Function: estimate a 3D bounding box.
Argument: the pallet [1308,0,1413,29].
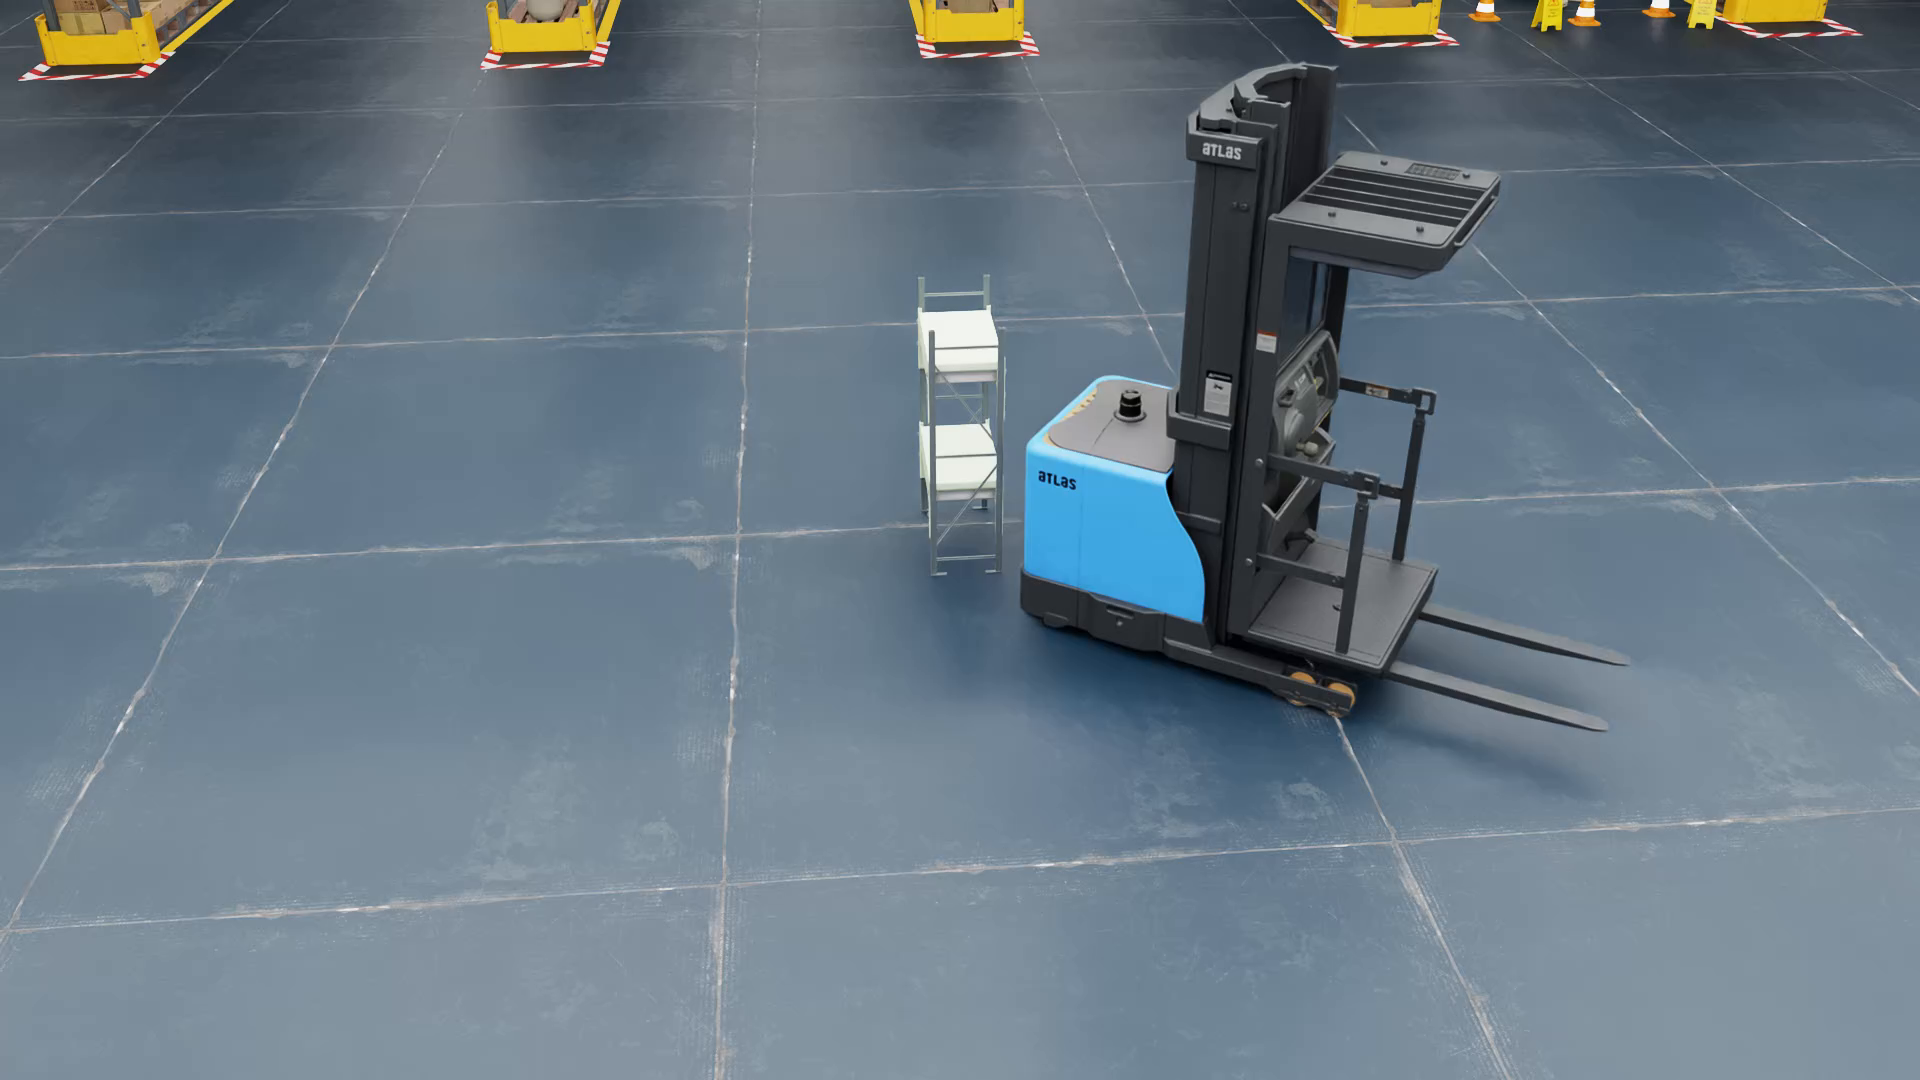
[{"bbox_3d":[4.960,-6.602,20.598,1.003,0.211,1.213,-3,31,-5],"label":"pallet"}]

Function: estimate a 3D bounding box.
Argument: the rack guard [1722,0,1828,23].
[{"bbox_3d":[10.025,-6.649,20.395,1.175,0.500,0.348,-3,31,-5],"label":"rack guard"}]

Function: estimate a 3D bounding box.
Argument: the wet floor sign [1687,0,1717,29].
[{"bbox_3d":[8.984,-6.525,20.044,0.267,0.644,0.232,8,32,13],"label":"wet floor sign"}]

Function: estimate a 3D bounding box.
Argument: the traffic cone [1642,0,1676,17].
[{"bbox_3d":[8.707,-6.752,20.604,0.336,0.463,0.334,-3,31,-5],"label":"traffic cone"}]

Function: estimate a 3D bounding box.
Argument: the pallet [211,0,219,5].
[{"bbox_3d":[-10.040,-7.173,21.554,1.003,0.211,1.213,-3,31,-5],"label":"pallet"}]

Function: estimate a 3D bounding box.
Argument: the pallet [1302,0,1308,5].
[{"bbox_3d":[4.849,-7.224,21.638,1.003,0.211,1.213,-3,31,-5],"label":"pallet"}]

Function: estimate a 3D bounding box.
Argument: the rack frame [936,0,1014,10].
[{"bbox_3d":[0.165,-7.209,18.894,1.000,3.000,0.127,-3,31,-5],"label":"rack frame"}]

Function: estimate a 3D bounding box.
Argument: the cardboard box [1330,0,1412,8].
[{"bbox_3d":[4.984,-7.006,20.217,0.875,0.875,0.875,-3,31,-4],"label":"cardboard box"}]

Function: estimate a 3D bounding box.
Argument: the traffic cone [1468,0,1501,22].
[{"bbox_3d":[6.477,-6.645,20.424,0.336,0.463,0.334,-3,31,-5],"label":"traffic cone"}]

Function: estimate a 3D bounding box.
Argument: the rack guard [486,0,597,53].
[{"bbox_3d":[-4.820,-5.935,19.199,1.175,0.500,0.348,-3,31,-5],"label":"rack guard"}]

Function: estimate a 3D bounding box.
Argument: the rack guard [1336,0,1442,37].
[{"bbox_3d":[5.115,-6.310,19.826,1.175,0.500,0.348,-3,31,-5],"label":"rack guard"}]

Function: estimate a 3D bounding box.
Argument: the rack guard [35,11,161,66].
[{"bbox_3d":[-9.696,-5.651,18.723,1.175,0.500,0.348,-3,31,-5],"label":"rack guard"}]

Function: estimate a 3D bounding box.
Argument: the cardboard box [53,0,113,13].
[{"bbox_3d":[-10.045,-6.318,18.942,0.500,0.500,0.500,-3,31,-5],"label":"cardboard box"}]

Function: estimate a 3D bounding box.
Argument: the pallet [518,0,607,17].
[{"bbox_3d":[-5.002,-6.848,21.008,1.003,0.211,1.213,-3,31,-5],"label":"pallet"}]

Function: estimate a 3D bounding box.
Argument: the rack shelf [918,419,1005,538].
[{"bbox_3d":[0.001,-0.361,9.527,0.431,0.370,0.720,-3,31,-5],"label":"rack shelf"}]

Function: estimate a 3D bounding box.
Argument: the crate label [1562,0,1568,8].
[{"bbox_3d":[7.499,-6.784,20.974,0.250,0.136,0.298,-20,36,-30],"label":"crate label"}]

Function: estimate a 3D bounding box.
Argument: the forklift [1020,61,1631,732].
[{"bbox_3d":[1.869,-0.690,8.047,3.031,2.935,1.130,16,34,24],"label":"forklift"}]

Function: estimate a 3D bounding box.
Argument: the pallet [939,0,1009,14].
[{"bbox_3d":[0.117,-6.467,20.371,1.003,0.211,1.213,-3,31,-5],"label":"pallet"}]

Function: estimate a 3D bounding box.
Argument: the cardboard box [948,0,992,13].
[{"bbox_3d":[0.123,-6.636,19.962,0.500,0.500,0.500,3,31,5],"label":"cardboard box"}]

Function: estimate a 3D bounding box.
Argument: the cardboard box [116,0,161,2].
[{"bbox_3d":[-9.576,-6.598,19.411,0.500,0.500,0.500,-3,31,-5],"label":"cardboard box"}]

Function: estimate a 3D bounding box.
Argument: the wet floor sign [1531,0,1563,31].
[{"bbox_3d":[7.087,-6.464,19.943,0.267,0.644,0.232,-8,32,-13],"label":"wet floor sign"}]

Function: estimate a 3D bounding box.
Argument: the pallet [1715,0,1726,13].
[{"bbox_3d":[9.984,-6.942,21.166,1.003,0.211,1.213,-3,31,-5],"label":"pallet"}]

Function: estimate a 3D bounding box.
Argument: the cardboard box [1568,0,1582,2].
[{"bbox_3d":[7.898,-7.032,21.378,0.380,0.149,0.250,13,33,21],"label":"cardboard box"}]

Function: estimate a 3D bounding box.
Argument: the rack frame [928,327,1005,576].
[{"bbox_3d":[0.035,-0.454,9.047,0.400,1.500,0.023,-3,31,-5],"label":"rack frame"}]

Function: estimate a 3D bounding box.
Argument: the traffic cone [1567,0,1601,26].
[{"bbox_3d":[7.634,-6.526,20.224,0.336,0.463,0.334,-3,31,-5],"label":"traffic cone"}]

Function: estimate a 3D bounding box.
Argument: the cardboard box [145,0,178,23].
[{"bbox_3d":[-9.577,-6.276,19.603,0.500,0.250,0.500,-3,31,-5],"label":"cardboard box"}]

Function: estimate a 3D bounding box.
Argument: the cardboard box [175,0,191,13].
[{"bbox_3d":[-9.624,-6.531,20.031,0.500,0.250,0.500,-3,31,-5],"label":"cardboard box"}]

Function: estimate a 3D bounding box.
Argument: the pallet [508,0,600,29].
[{"bbox_3d":[-4.891,-6.226,19.968,1.003,0.211,1.213,-3,31,-5],"label":"pallet"}]

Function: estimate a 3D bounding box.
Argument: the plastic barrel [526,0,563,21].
[{"bbox_3d":[-4.904,-6.416,19.583,0.421,0.512,0.421,0,31,0],"label":"plastic barrel"}]

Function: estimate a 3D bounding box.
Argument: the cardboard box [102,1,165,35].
[{"bbox_3d":[-9.527,-6.021,19.176,0.500,0.250,0.500,-3,31,-5],"label":"cardboard box"}]

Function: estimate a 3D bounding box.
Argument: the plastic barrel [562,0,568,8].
[{"bbox_3d":[-4.951,-6.672,20.012,0.421,0.512,0.421,0,31,0],"label":"plastic barrel"}]

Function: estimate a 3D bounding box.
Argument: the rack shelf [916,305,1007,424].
[{"bbox_3d":[0.001,-0.976,9.160,0.431,0.370,0.720,-3,31,-5],"label":"rack shelf"}]

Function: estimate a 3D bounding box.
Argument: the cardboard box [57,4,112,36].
[{"bbox_3d":[-10.043,-5.996,19.135,0.500,0.250,0.500,-3,31,-5],"label":"cardboard box"}]

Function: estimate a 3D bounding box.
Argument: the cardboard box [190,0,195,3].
[{"bbox_3d":[-9.665,-6.786,20.459,0.500,0.250,0.500,-3,31,-5],"label":"cardboard box"}]

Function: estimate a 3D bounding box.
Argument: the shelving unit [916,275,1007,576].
[{"bbox_3d":[0.001,-0.640,9.360,0.431,1.500,0.755,-3,31,-5],"label":"shelving unit"}]

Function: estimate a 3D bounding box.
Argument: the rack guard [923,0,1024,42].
[{"bbox_3d":[0.158,-6.175,19.600,1.175,0.500,0.348,-3,31,-5],"label":"rack guard"}]

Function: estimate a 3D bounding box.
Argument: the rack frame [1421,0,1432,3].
[{"bbox_3d":[5.113,-7.395,19.205,1.000,3.000,0.127,-3,31,-5],"label":"rack frame"}]

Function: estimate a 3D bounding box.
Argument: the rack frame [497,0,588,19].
[{"bbox_3d":[-4.766,-6.972,18.497,1.000,3.000,0.127,-3,31,-5],"label":"rack frame"}]

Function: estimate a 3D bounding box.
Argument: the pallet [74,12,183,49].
[{"bbox_3d":[-9.812,-5.928,19.468,1.003,0.211,1.213,-3,31,-5],"label":"pallet"}]

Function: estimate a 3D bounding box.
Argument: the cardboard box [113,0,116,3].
[{"bbox_3d":[-10.101,-6.250,19.561,0.500,0.250,0.500,-3,31,-5],"label":"cardboard box"}]

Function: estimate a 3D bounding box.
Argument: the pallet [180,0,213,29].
[{"bbox_3d":[-9.922,-6.549,20.508,1.003,0.211,1.213,-3,31,-5],"label":"pallet"}]

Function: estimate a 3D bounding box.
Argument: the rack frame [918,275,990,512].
[{"bbox_3d":[-0.034,-0.827,9.673,0.400,1.500,0.023,-3,31,-5],"label":"rack frame"}]

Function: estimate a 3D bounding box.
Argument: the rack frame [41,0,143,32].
[{"bbox_3d":[-9.698,-6.736,18.103,1.000,3.000,0.127,-3,31,-5],"label":"rack frame"}]
